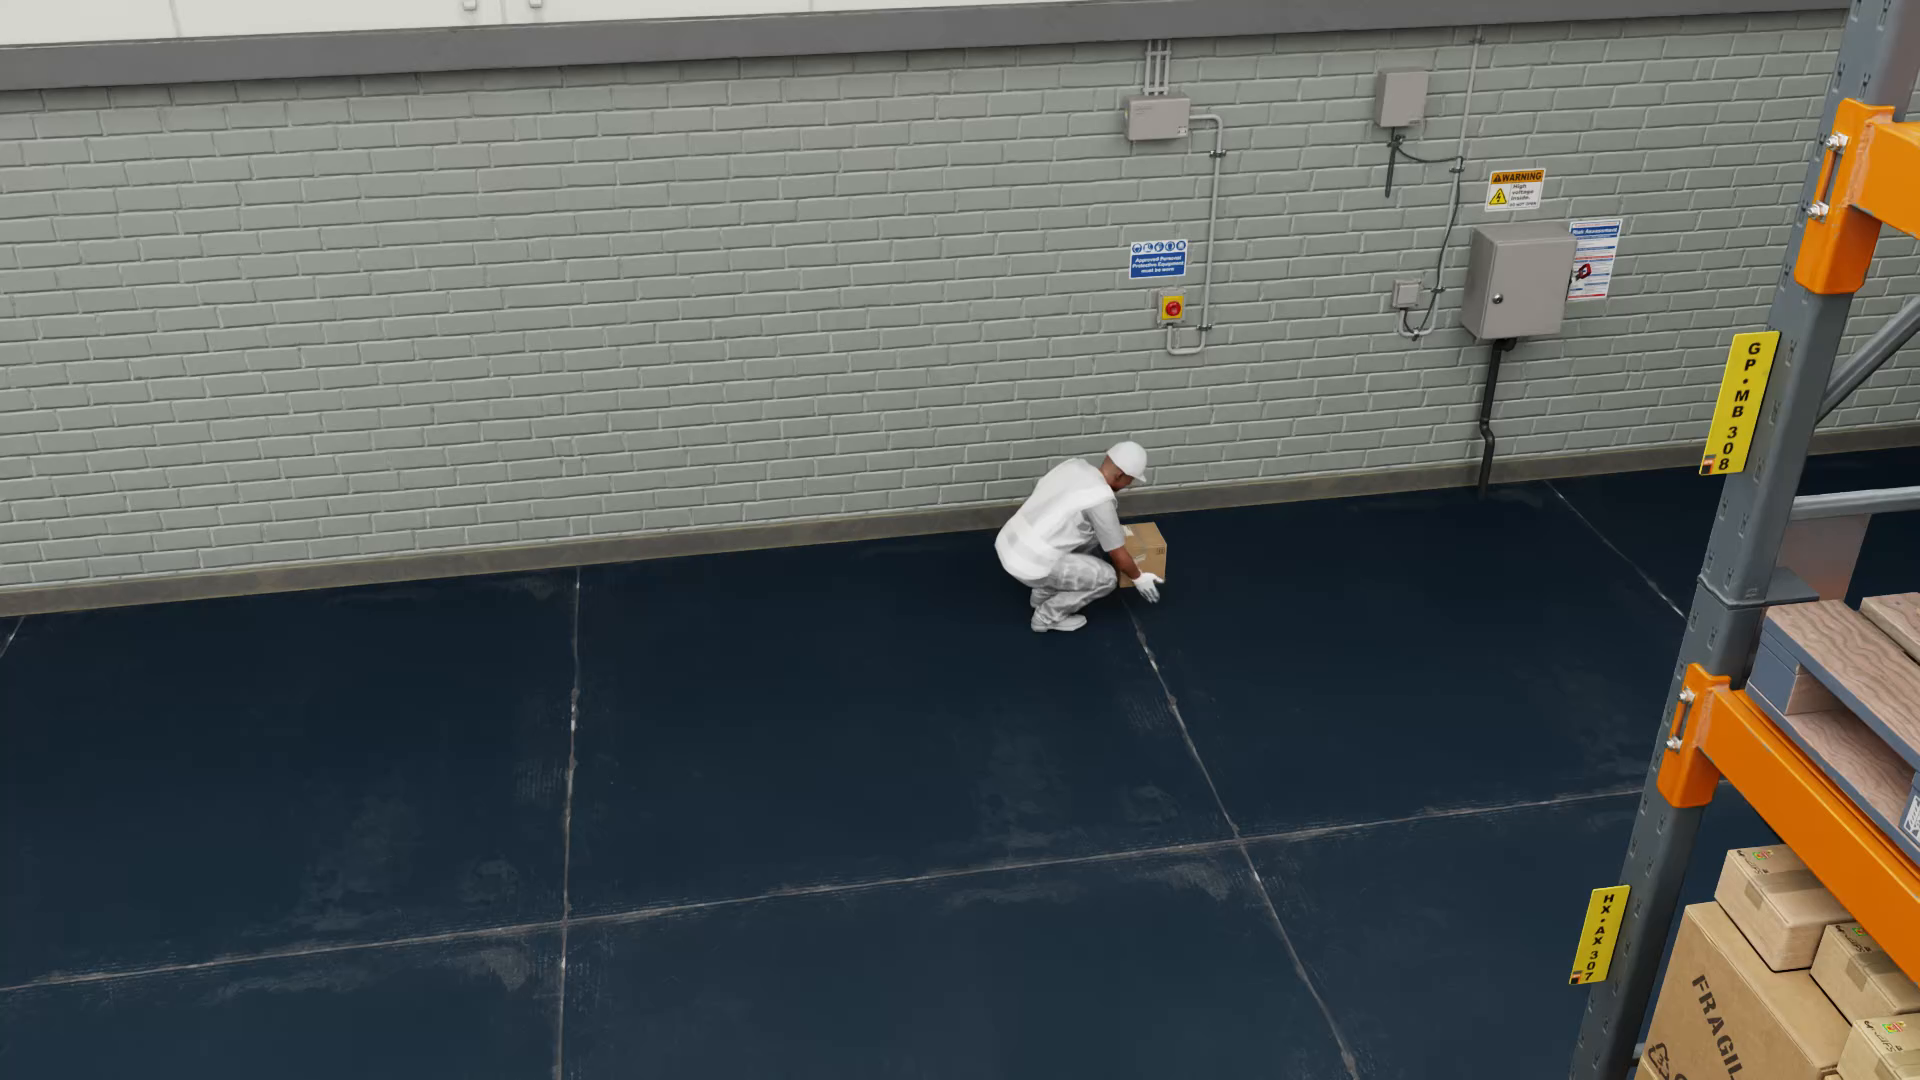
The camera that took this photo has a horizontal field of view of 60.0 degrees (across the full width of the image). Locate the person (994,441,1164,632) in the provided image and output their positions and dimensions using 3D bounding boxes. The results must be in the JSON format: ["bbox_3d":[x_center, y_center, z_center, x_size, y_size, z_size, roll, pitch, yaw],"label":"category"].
[{"bbox_3d":[0.641,-0.040,8.975,0.899,0.996,0.565,-6,31,-9],"label":"person"}]
